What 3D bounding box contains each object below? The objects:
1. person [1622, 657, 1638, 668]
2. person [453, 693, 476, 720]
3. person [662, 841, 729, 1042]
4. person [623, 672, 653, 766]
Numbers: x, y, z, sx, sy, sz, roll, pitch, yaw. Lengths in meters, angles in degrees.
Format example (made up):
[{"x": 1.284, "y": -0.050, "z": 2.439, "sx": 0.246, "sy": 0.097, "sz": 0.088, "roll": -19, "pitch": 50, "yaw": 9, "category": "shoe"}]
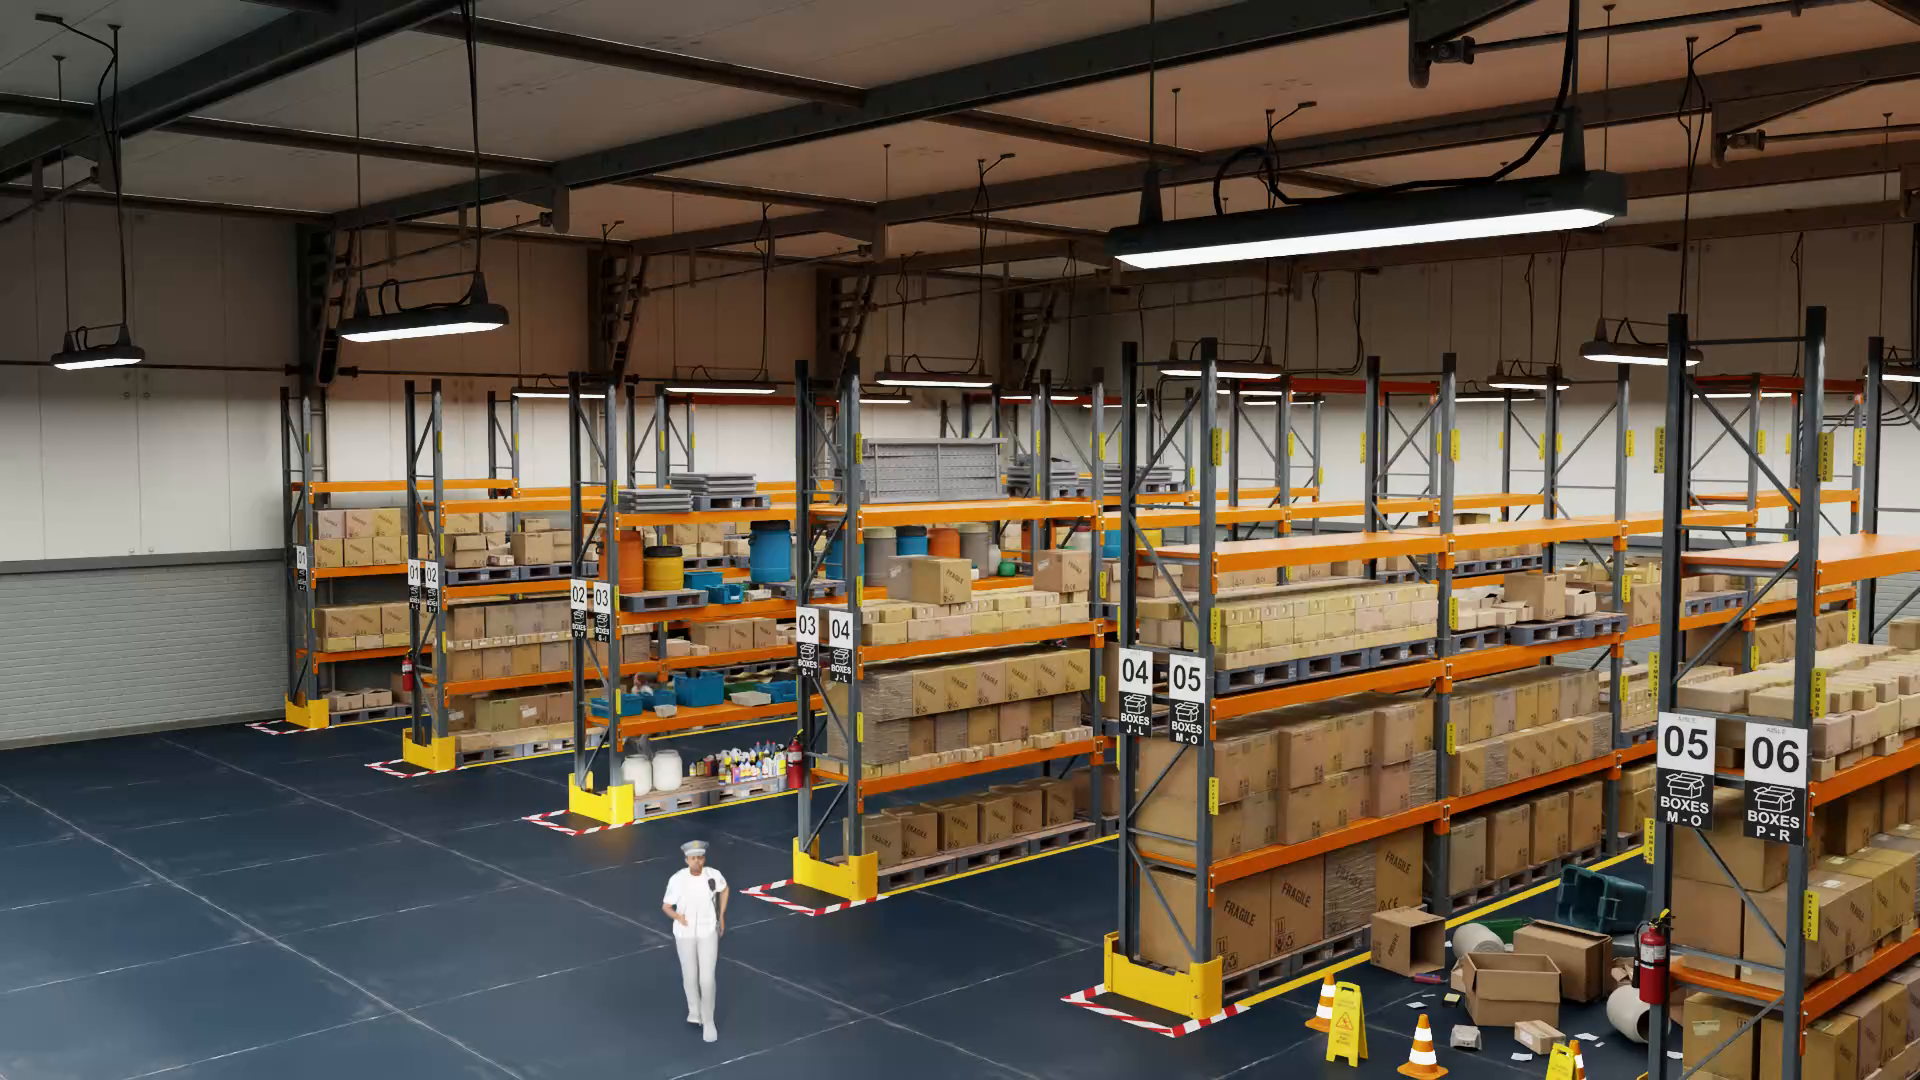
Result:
[{"x": 10.195, "y": 2.668, "z": 25.311, "sx": 0.966, "sy": 1.795, "sz": 0.672, "roll": -4, "pitch": 5, "yaw": -44, "category": "person"}, {"x": -8.457, "y": 2.534, "z": 28.293, "sx": 0.544, "sy": 1.707, "sz": 1.008, "roll": 3, "pitch": 5, "yaw": 39, "category": "person"}, {"x": -2.266, "y": 3.422, "z": 14.274, "sx": 0.563, "sy": 1.747, "sz": 0.736, "roll": 0, "pitch": 4, "yaw": -7, "category": "person"}, {"x": -4.847, "y": 2.764, "z": 25.250, "sx": 0.534, "sy": 1.556, "sz": 0.615, "roll": 2, "pitch": 4, "yaw": 29, "category": "person"}]
